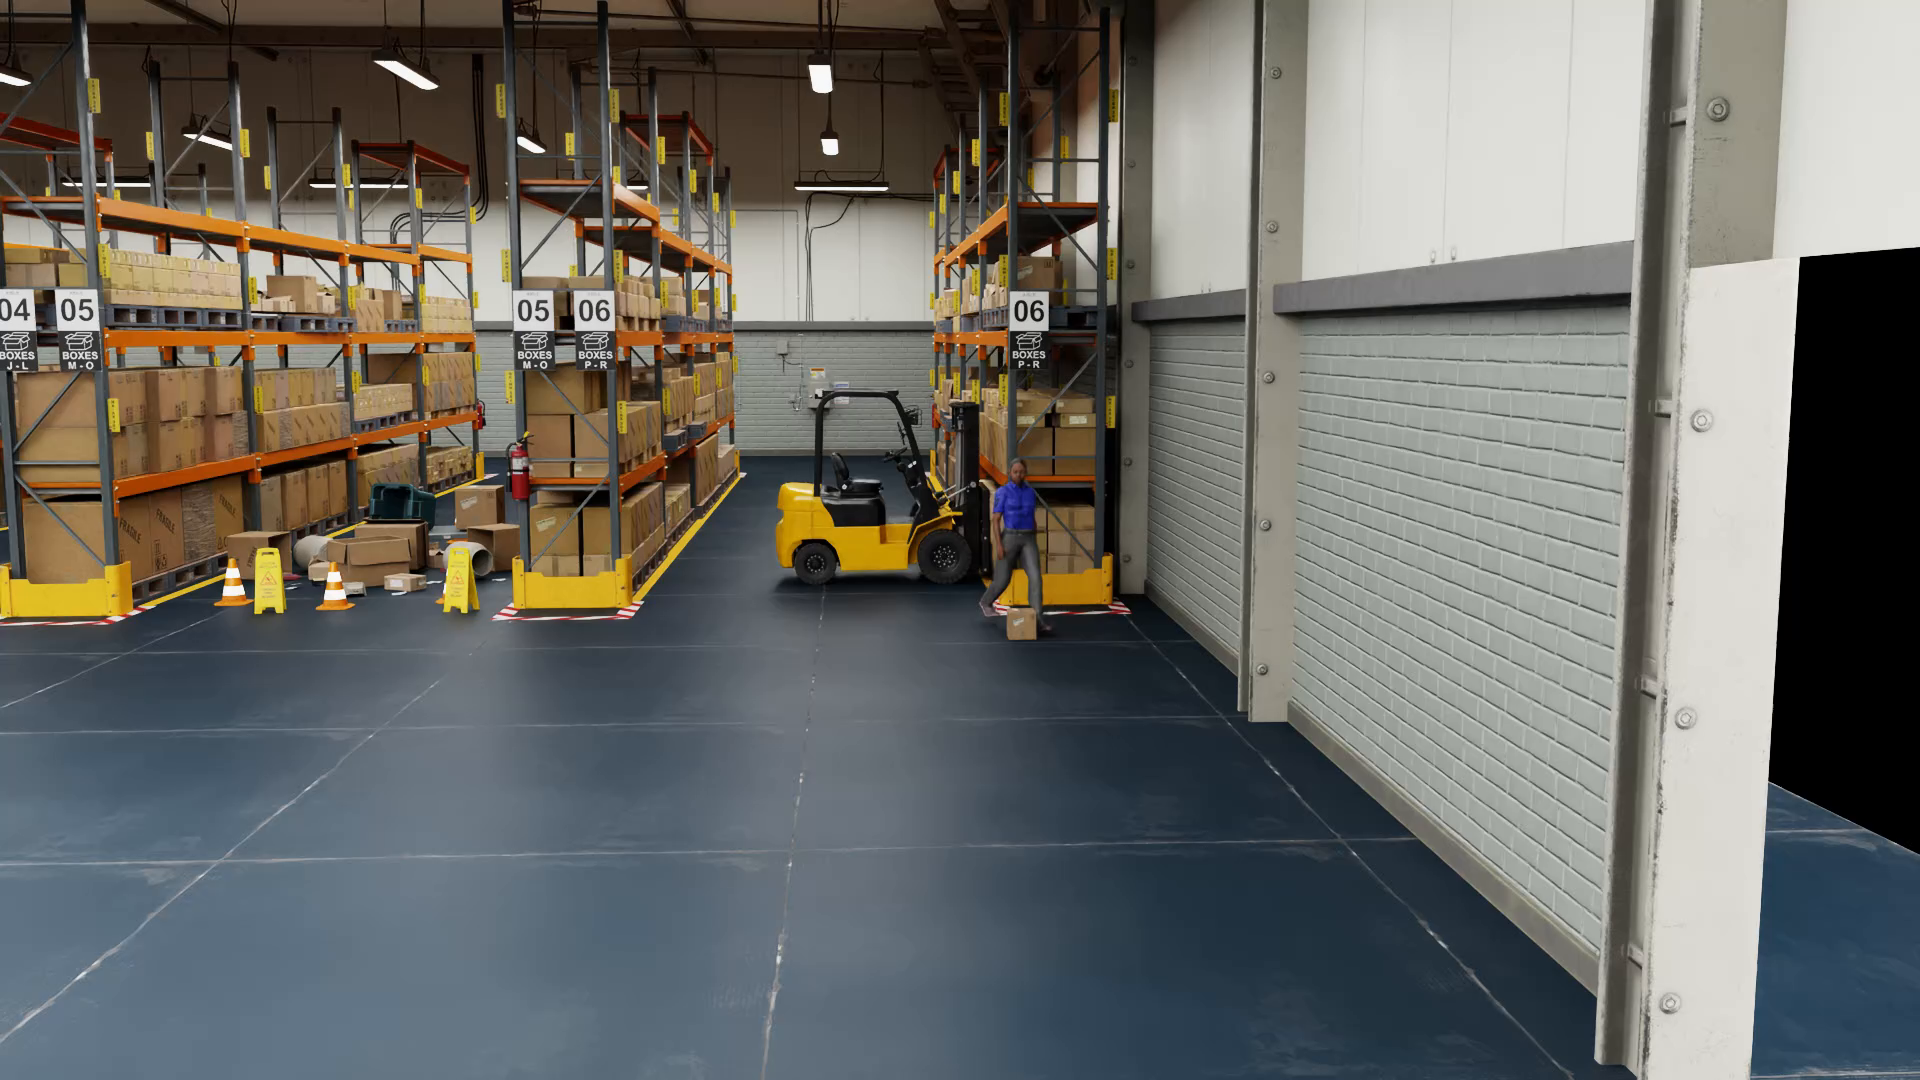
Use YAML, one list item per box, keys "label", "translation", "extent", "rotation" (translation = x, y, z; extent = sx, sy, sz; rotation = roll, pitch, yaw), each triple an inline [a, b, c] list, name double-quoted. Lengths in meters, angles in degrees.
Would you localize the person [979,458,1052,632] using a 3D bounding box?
- label: "person"
  translation: [0.556, 0.035, 15.637]
  extent: [0.485, 1.607, 0.957]
  rotation: [-3, 8, -23]
